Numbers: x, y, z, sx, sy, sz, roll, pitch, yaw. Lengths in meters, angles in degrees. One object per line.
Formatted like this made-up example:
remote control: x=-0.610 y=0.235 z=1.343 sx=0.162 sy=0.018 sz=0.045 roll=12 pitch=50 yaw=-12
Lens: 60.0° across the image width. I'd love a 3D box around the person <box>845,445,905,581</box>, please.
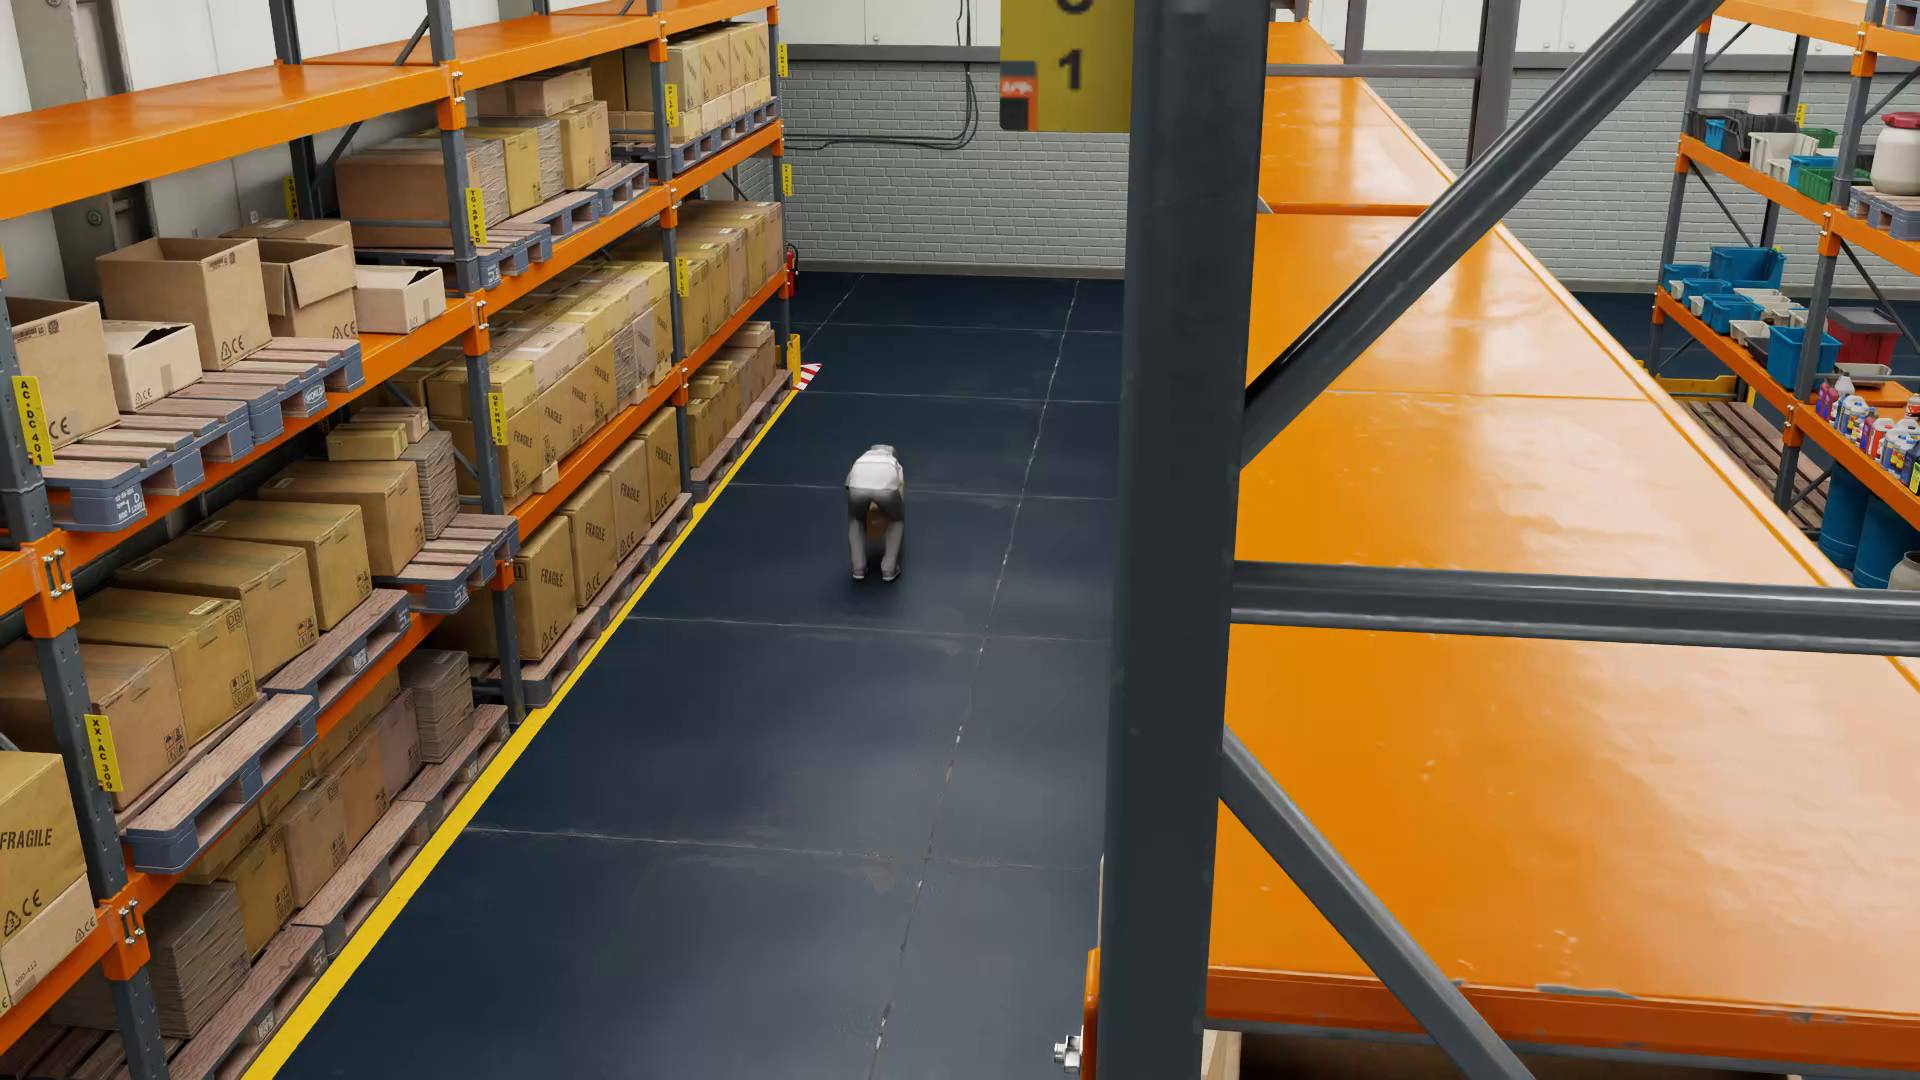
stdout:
person: x=-0.645 y=-0.253 z=13.064 sx=0.449 sy=0.987 sz=0.909 roll=2 pitch=21 yaw=4
